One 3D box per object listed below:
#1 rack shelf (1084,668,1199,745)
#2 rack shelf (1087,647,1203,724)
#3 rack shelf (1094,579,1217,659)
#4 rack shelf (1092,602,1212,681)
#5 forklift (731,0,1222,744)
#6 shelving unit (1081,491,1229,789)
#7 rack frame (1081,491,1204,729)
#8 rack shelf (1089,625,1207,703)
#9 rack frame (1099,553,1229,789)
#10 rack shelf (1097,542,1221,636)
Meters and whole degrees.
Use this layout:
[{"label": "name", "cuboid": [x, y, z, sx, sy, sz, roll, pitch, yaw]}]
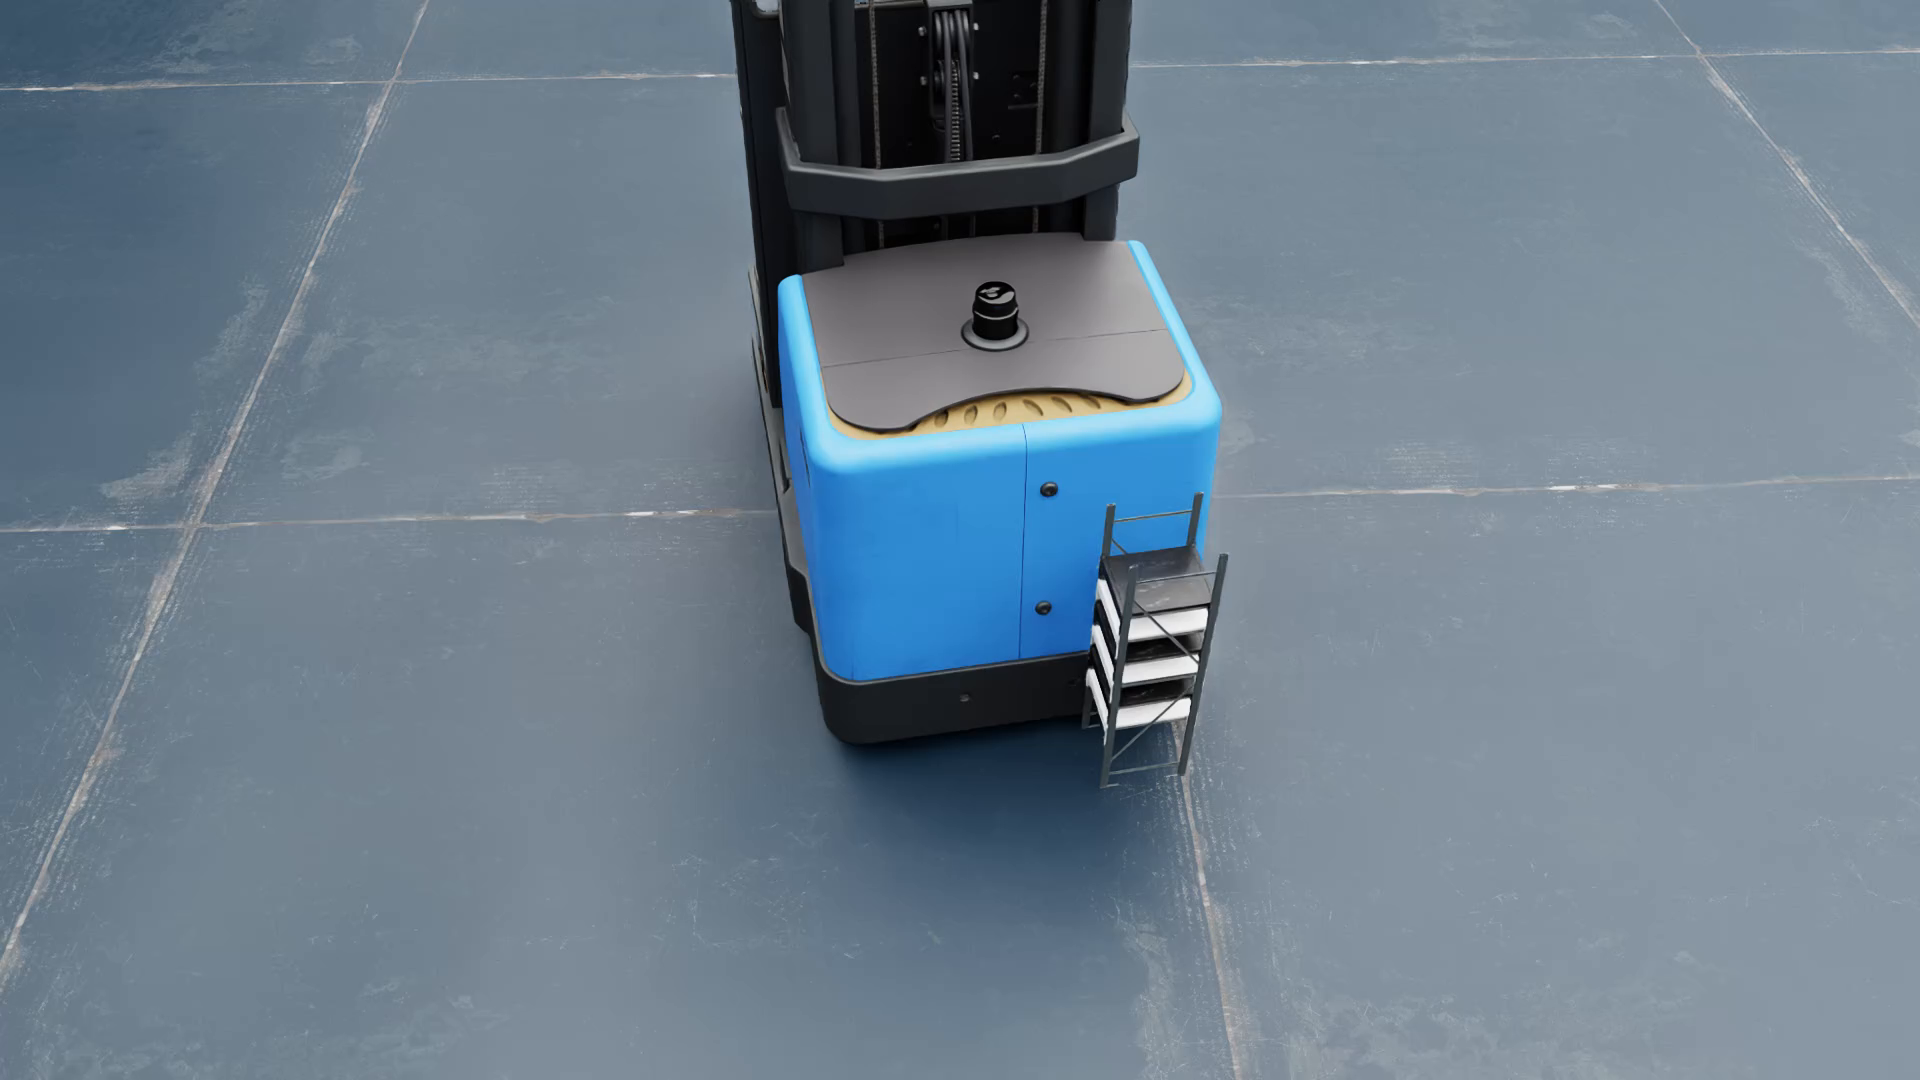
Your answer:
[{"label": "rack shelf", "cuboid": [0.480, 0.424, 4.425, 0.258, 0.077, 0.200, -8, 48, -8]}, {"label": "rack shelf", "cuboid": [0.482, 0.363, 4.359, 0.258, 0.077, 0.200, -8, 48, -8]}, {"label": "rack shelf", "cuboid": [0.486, 0.180, 4.161, 0.258, 0.077, 0.200, -8, 48, -8]}, {"label": "rack shelf", "cuboid": [0.485, 0.241, 4.227, 0.258, 0.077, 0.200, -8, 48, -8]}, {"label": "forklift", "cuboid": [-0.117, -1.529, 4.749, 1.130, 2.935, 3.031, -7, 43, -8]}, {"label": "shelving unit", "cuboid": [0.484, 0.279, 4.268, 0.258, 0.900, 0.210, -8, 48, -8]}, {"label": "rack frame", "cuboid": [0.464, 0.206, 4.336, 0.240, 0.900, 0.006, -8, 48, -8]}, {"label": "rack shelf", "cuboid": [0.483, 0.302, 4.293, 0.258, 0.077, 0.200, -8, 48, -8]}, {"label": "rack frame", "cuboid": [0.504, 0.353, 4.201, 0.240, 0.900, 0.006, -8, 48, -8]}, {"label": "rack shelf", "cuboid": [0.488, 0.119, 4.095, 0.258, 0.077, 0.200, -8, 48, -8]}]
